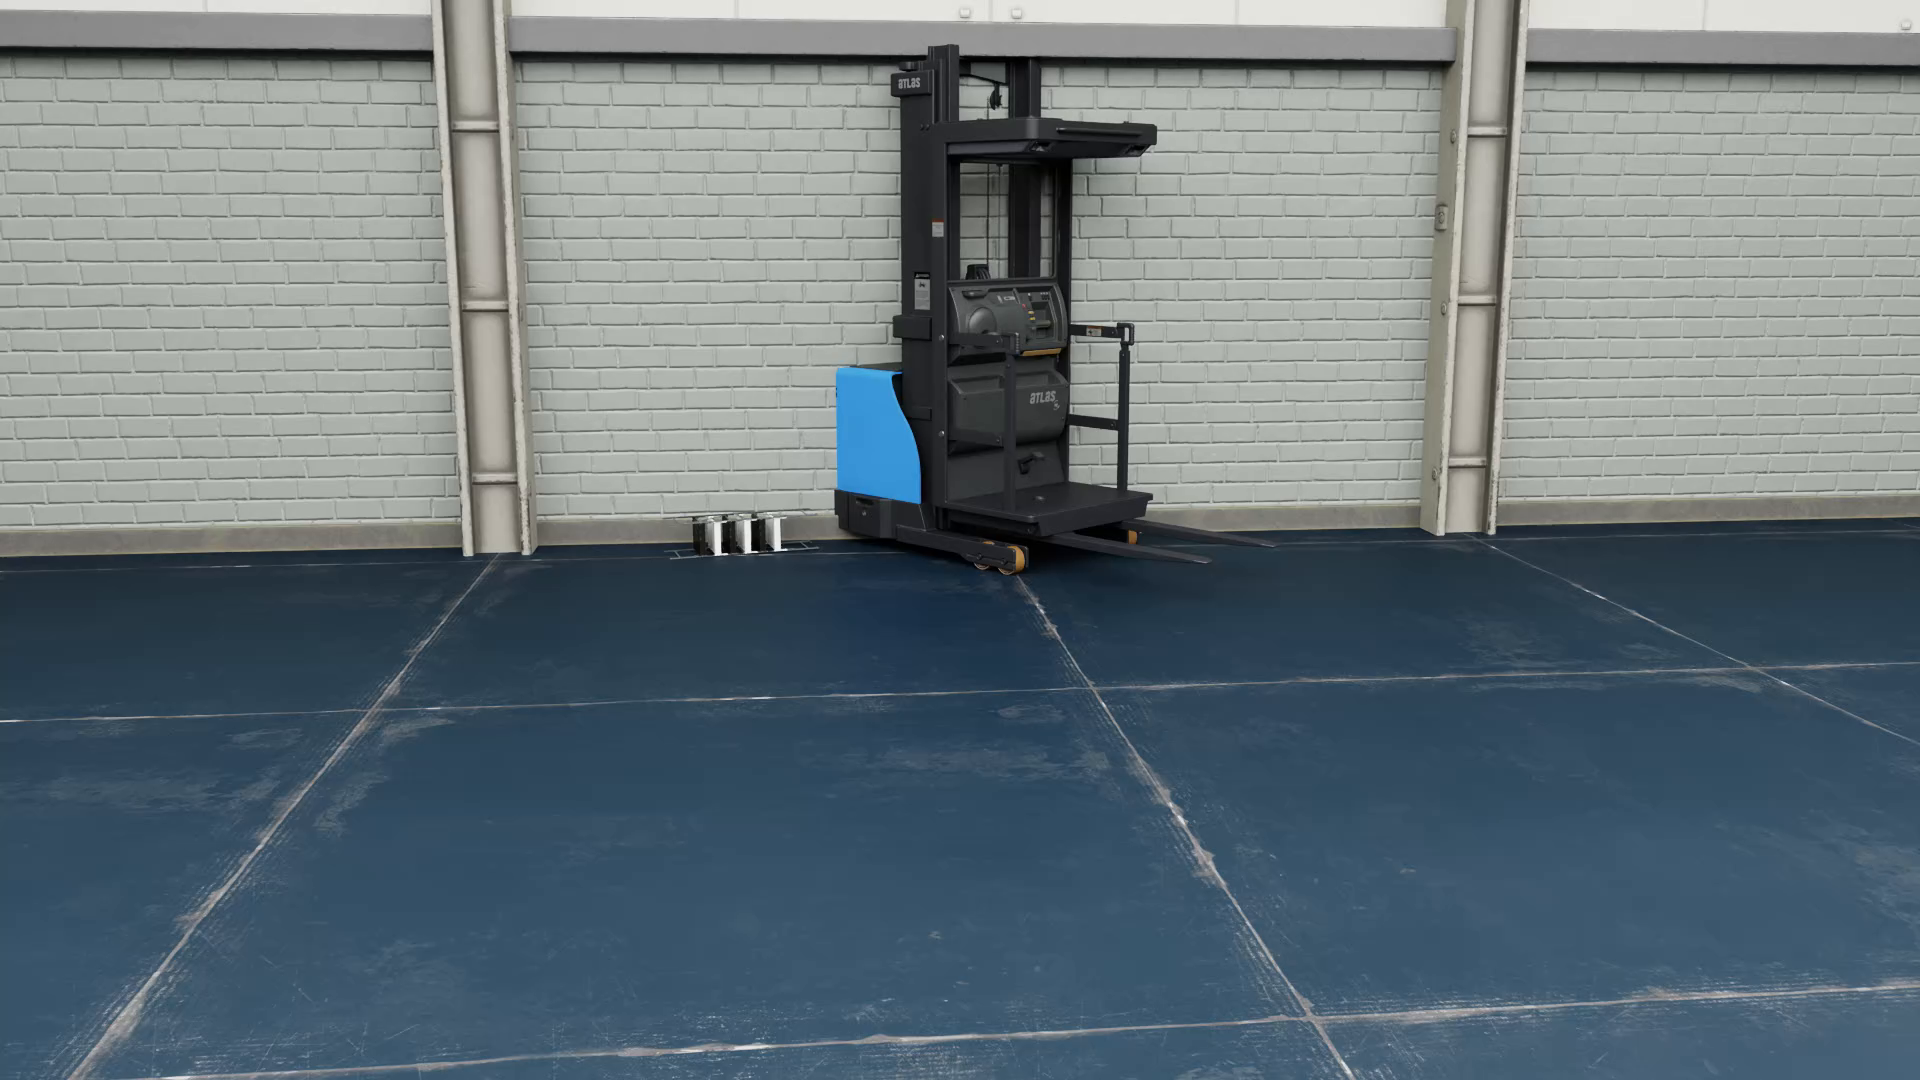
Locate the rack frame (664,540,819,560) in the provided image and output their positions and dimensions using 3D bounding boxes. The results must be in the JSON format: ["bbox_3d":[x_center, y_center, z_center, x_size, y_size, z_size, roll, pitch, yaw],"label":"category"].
[{"bbox_3d":[-1.317,0.059,10.032,0.900,0.006,0.240,-4,12,-18],"label":"rack frame"}]

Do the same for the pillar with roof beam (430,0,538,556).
[{"bbox_3d":[-2.308,-3.528,4.984,0.400,9.000,9.100,-1,11,-6],"label":"pillar with roof beam"}]

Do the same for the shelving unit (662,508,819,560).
[{"bbox_3d":[-1.318,-0.041,10.012,0.900,0.210,0.258,-4,12,-18],"label":"shelving unit"}]

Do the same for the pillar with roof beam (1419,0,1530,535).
[{"bbox_3d":[3.657,-3.653,5.620,0.400,9.000,9.100,-1,11,-6],"label":"pillar with roof beam"}]

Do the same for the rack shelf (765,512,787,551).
[{"bbox_3d":[-1.116,-0.056,10.079,0.077,0.200,0.258,-4,12,-18],"label":"rack shelf"}]

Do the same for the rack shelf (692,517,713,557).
[{"bbox_3d":[-1.542,-0.024,9.938,0.077,0.200,0.258,-4,12,-18],"label":"rack shelf"}]

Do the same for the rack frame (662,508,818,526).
[{"bbox_3d":[-1.319,-0.141,9.992,0.900,0.006,0.240,-4,12,-18],"label":"rack frame"}]

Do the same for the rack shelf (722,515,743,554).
[{"bbox_3d":[-1.372,-0.037,9.994,0.077,0.200,0.258,-4,12,-18],"label":"rack shelf"}]

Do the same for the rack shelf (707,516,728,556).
[{"bbox_3d":[-1.457,-0.031,9.966,0.077,0.200,0.258,-4,12,-18],"label":"rack shelf"}]

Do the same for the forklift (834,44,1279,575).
[{"bbox_3d":[0.440,-1.353,9.653,1.130,2.935,3.031,-11,16,-44],"label":"forklift"}]

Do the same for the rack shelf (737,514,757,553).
[{"bbox_3d":[-1.287,-0.043,10.023,0.077,0.200,0.258,-4,12,-18],"label":"rack shelf"}]

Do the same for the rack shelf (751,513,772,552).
[{"bbox_3d":[-1.202,-0.050,10.051,0.077,0.200,0.258,-4,12,-18],"label":"rack shelf"}]
